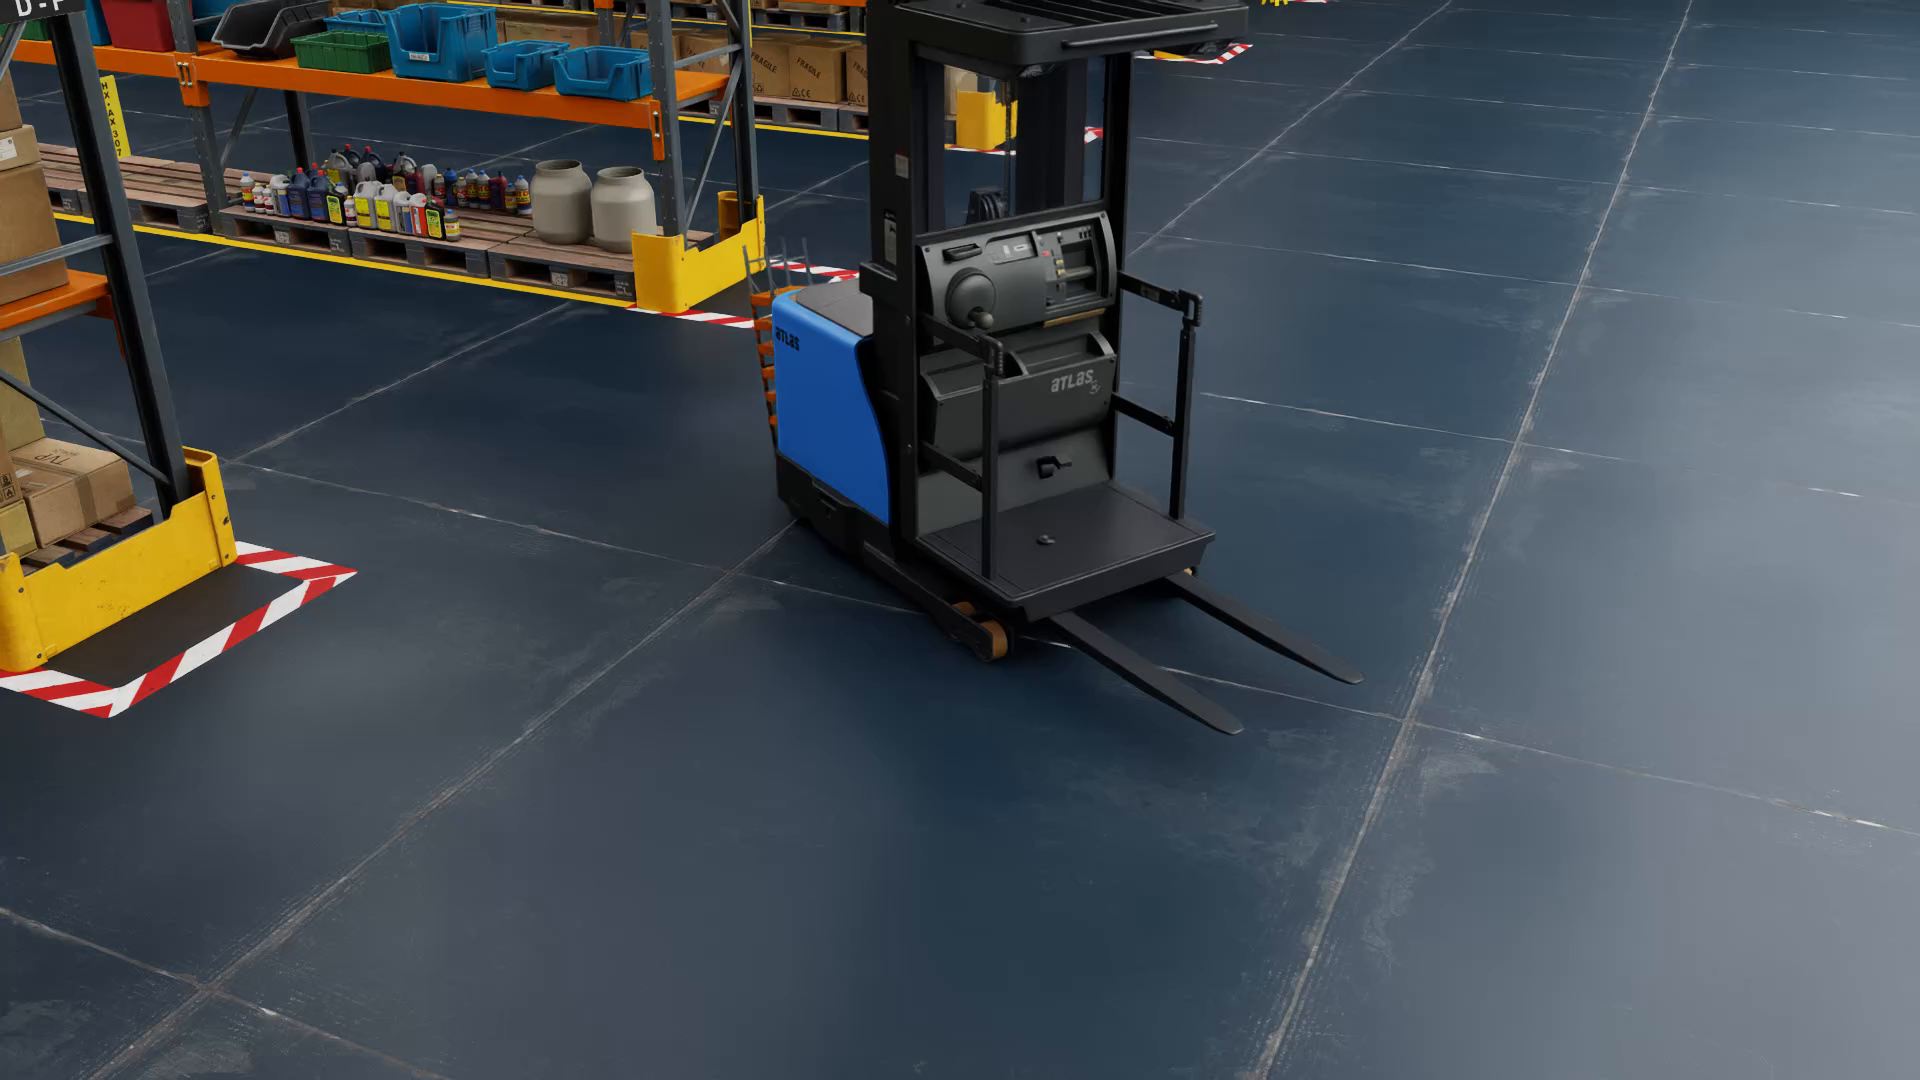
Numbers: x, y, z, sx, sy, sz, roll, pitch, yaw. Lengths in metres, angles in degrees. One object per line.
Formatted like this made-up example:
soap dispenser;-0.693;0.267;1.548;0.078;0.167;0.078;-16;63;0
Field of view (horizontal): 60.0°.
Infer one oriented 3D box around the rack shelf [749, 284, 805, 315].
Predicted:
rack shelf;-0.855;-1.152;8.010;0.258;0.103;0.180;-21;23;-36

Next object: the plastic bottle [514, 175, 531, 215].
plastic bottle;-3.161;-2.496;12.014;0.097;0.271;0.097;0;26;0

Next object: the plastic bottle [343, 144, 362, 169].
plastic bottle;-4.575;-2.804;12.550;0.185;0.351;0.144;11;28;20

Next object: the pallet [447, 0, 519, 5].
pallet;-6.544;-7.612;22.971;1.213;0.211;1.003;11;28;22

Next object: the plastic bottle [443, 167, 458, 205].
plastic bottle;-3.748;-2.614;12.253;0.097;0.271;0.097;0;26;0

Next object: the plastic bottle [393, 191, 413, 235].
plastic bottle;-3.837;-2.283;11.576;0.135;0.276;0.152;11;28;20

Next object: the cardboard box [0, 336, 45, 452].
cardboard box;-4.545;-0.644;7.450;0.500;0.500;0.500;11;28;22

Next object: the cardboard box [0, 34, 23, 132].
cardboard box;-4.161;-1.802;6.431;0.500;0.500;0.700;11;28;22

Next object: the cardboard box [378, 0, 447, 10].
cardboard box;-5.762;-5.729;17.473;0.500;0.250;0.500;15;30;28

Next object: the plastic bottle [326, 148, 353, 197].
plastic bottle;-4.634;-2.746;12.432;0.185;0.351;0.144;11;28;22

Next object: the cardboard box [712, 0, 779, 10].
cardboard box;-2.564;-7.199;21.047;0.750;0.750;1.050;11;28;22

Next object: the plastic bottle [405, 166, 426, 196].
plastic bottle;-4.003;-2.605;12.223;0.133;0.283;0.061;11;28;22

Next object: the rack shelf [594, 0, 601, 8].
rack shelf;-5.051;-5.831;17.013;4.000;0.370;1.077;11;28;22

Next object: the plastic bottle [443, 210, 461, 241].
plastic bottle;-3.492;-2.167;11.425;0.097;0.201;0.097;0;26;0

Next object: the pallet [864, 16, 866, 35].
pallet;-0.425;-6.343;20.394;1.213;0.211;1.003;11;28;22

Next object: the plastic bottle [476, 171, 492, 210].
plastic bottle;-3.473;-2.558;12.141;0.097;0.271;0.097;0;26;0

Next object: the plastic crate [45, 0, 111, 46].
plastic crate;-6.413;-3.866;12.225;0.575;0.384;0.392;11;28;22

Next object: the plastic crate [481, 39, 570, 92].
plastic crate;-2.807;-3.091;10.801;0.408;0.251;0.499;11;28;22

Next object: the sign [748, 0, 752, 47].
sign;-1.407;-3.410;10.967;0.005;0.325;0.100;11;28;22

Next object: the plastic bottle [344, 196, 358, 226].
plastic bottle;-4.298;-2.329;11.754;0.097;0.201;0.097;0;26;0

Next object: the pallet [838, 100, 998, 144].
pallet;-0.383;-3.983;15.600;1.213;0.211;1.003;11;28;22

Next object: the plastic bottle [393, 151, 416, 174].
plastic bottle;-4.106;-2.710;12.359;0.185;0.351;0.144;11;28;21

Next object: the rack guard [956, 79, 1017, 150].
rack guard;0.342;-3.949;15.206;0.348;0.500;1.175;11;28;22

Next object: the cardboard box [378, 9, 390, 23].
cardboard box;-5.743;-5.385;17.623;0.500;0.500;0.700;9;28;18

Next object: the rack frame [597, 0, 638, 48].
rack frame;-3.230;-5.788;16.111;0.127;3.000;1.000;11;28;22

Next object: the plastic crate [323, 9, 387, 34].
plastic crate;-4.161;-3.637;11.909;0.616;0.251;0.499;11;28;22

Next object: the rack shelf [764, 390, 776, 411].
rack shelf;-0.800;-0.700;8.162;0.258;0.103;0.180;-21;23;-36

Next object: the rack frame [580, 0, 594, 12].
rack frame;-4.726;-8.496;21.610;0.127;3.000;1.000;11;28;22

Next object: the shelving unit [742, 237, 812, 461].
shelving unit;-0.819;-0.855;8.110;0.258;1.200;0.189;-21;23;-36

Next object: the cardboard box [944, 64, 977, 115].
cardboard box;-0.150;-4.245;15.330;0.500;0.500;0.500;17;31;31

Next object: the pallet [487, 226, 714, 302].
pallet;-2.465;-1.960;11.492;1.213;0.211;1.003;11;28;22

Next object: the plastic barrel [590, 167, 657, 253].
plastic barrel;-2.270;-2.227;11.219;0.421;0.512;0.421;0;26;0

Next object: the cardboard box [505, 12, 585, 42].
cardboard box;-4.207;-5.080;17.004;0.500;0.500;0.700;11;28;21

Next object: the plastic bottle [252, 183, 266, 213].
plastic bottle;-5.079;-2.486;12.073;0.097;0.201;0.097;0;26;0

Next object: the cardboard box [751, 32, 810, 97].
cardboard box;-1.760;-4.582;16.016;0.500;0.500;0.500;9;28;17

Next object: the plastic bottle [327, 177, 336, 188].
plastic bottle;-4.535;-2.478;11.977;0.097;0.271;0.097;0;26;0

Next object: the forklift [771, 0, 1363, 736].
forklift;0.371;-1.063;6.591;1.130;2.935;3.031;-17;31;-31

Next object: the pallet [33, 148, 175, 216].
pallet;-7.126;-2.896;13.394;1.213;0.211;1.003;11;28;22

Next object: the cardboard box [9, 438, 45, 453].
cardboard box;-4.546;-0.307;7.615;0.500;0.250;0.500;11;28;22

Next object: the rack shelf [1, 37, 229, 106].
rack shelf;-7.101;-3.840;12.968;4.000;0.370;1.077;11;28;22

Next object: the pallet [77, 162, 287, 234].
pallet;-6.011;-2.674;12.942;1.213;0.211;1.003;11;28;22

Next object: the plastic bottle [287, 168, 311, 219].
plastic bottle;-4.717;-2.491;11.915;0.185;0.351;0.144;12;29;23
